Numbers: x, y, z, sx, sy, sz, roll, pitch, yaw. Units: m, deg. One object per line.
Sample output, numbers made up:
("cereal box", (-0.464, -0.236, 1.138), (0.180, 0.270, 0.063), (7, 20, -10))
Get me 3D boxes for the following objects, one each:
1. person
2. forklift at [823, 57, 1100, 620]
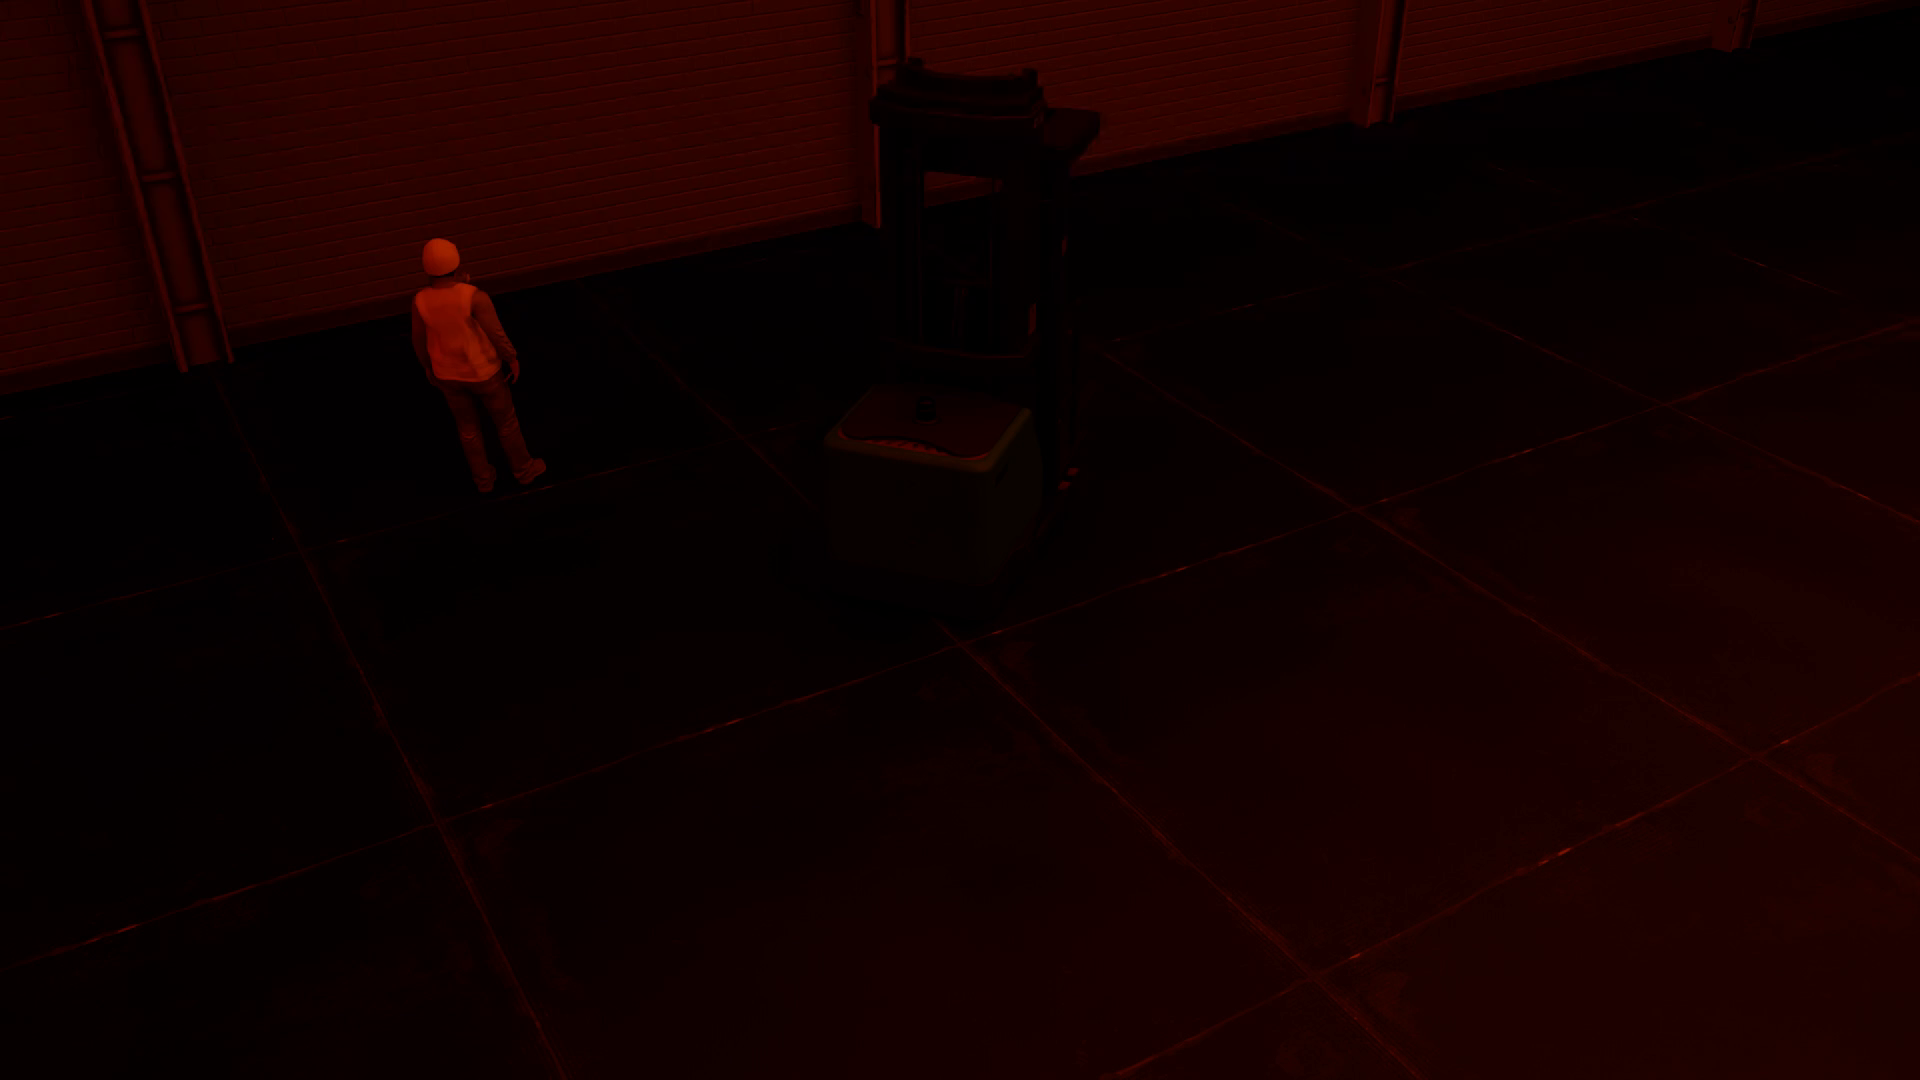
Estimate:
("person", (-3.123, -1.133, 10.651), (0.630, 1.773, 0.570), (1, 31, 2))
("forklift", (0.181, -1.541, 10.220), (1.130, 2.935, 3.031), (10, 32, 17))
